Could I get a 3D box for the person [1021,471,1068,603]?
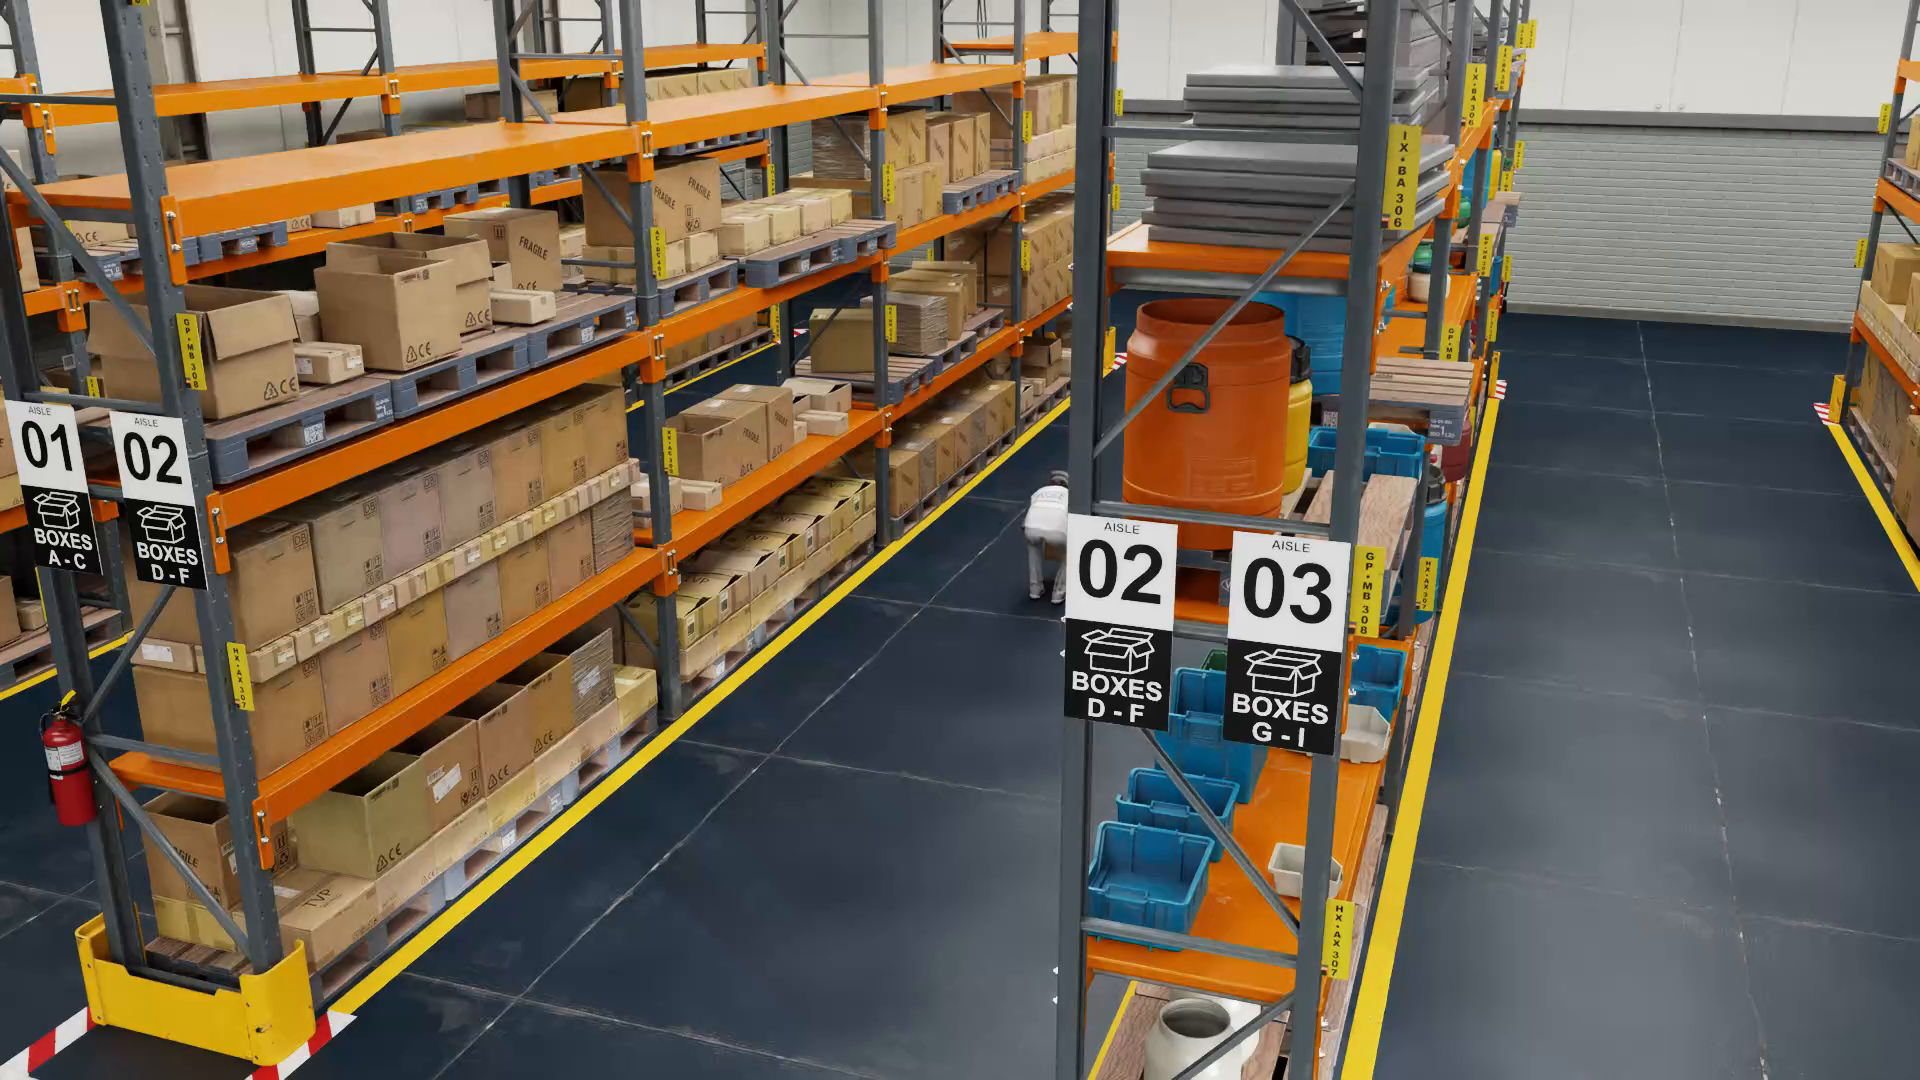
[{"bbox_3d":[0.792,-0.027,14.088,0.452,0.989,0.916,5,20,16],"label":"person"}]
